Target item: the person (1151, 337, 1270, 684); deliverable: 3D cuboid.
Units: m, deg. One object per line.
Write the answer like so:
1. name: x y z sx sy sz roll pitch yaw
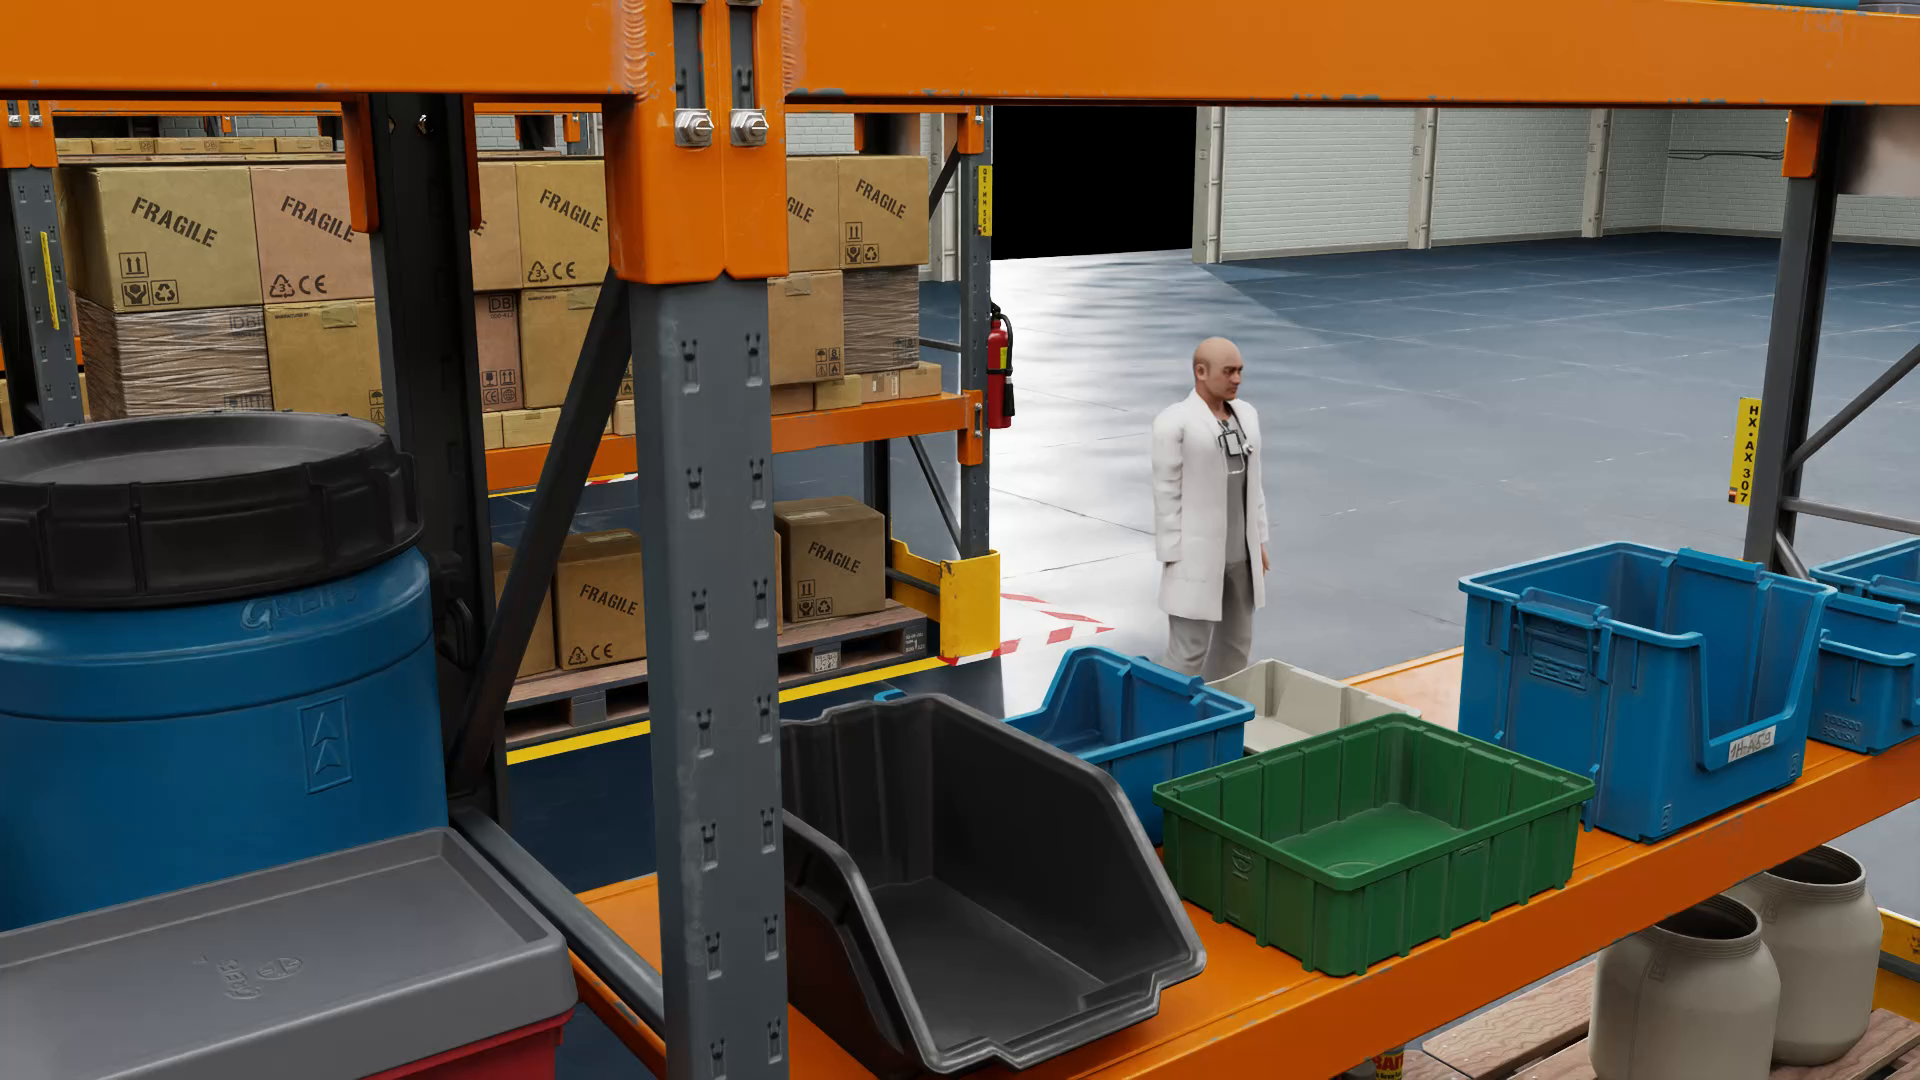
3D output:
1. person: 1.042 0.068 6.820 0.563 1.796 0.391 -10 17 -33
